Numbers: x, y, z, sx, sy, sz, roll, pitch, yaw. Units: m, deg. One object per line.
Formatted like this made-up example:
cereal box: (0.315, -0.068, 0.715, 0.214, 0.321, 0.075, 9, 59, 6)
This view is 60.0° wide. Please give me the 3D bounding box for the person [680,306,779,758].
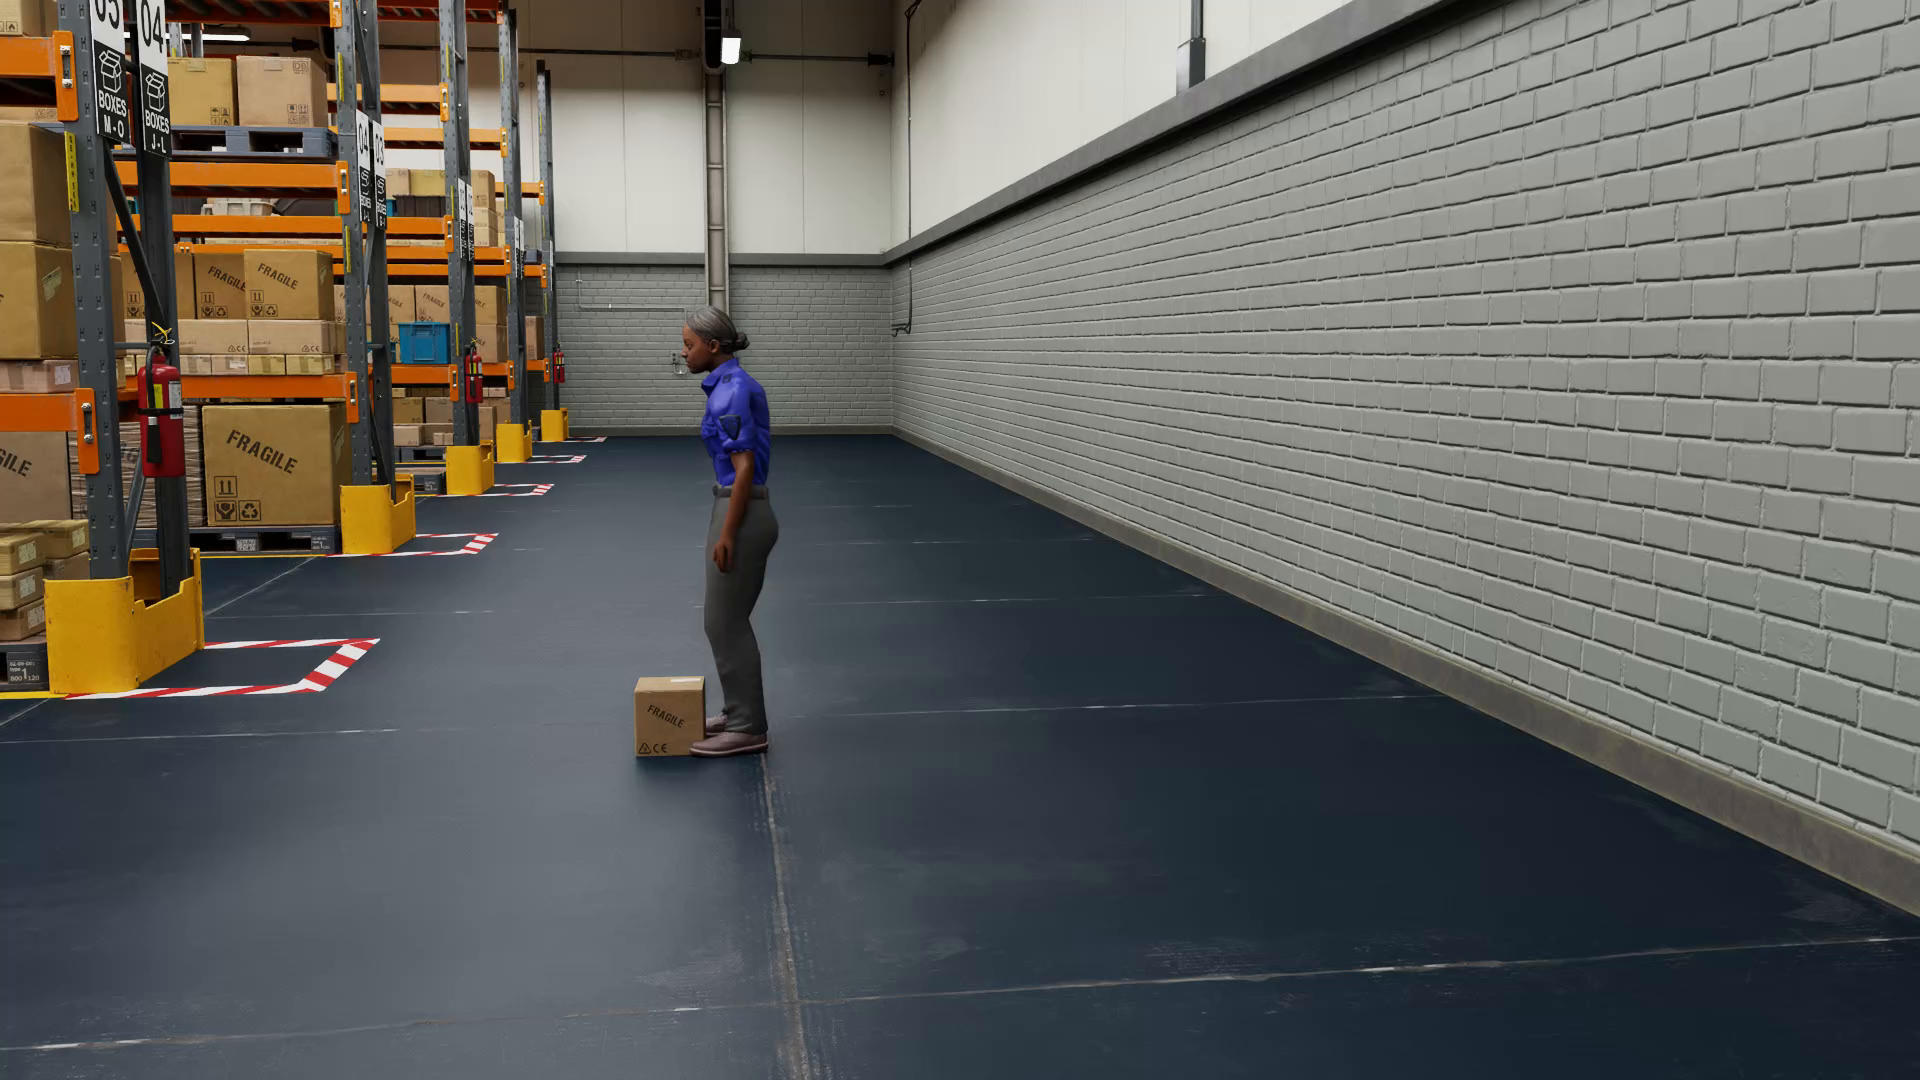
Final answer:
person: (-0.857, -0.041, 6.223, 0.350, 1.654, 0.503, -1, 7, -9)
